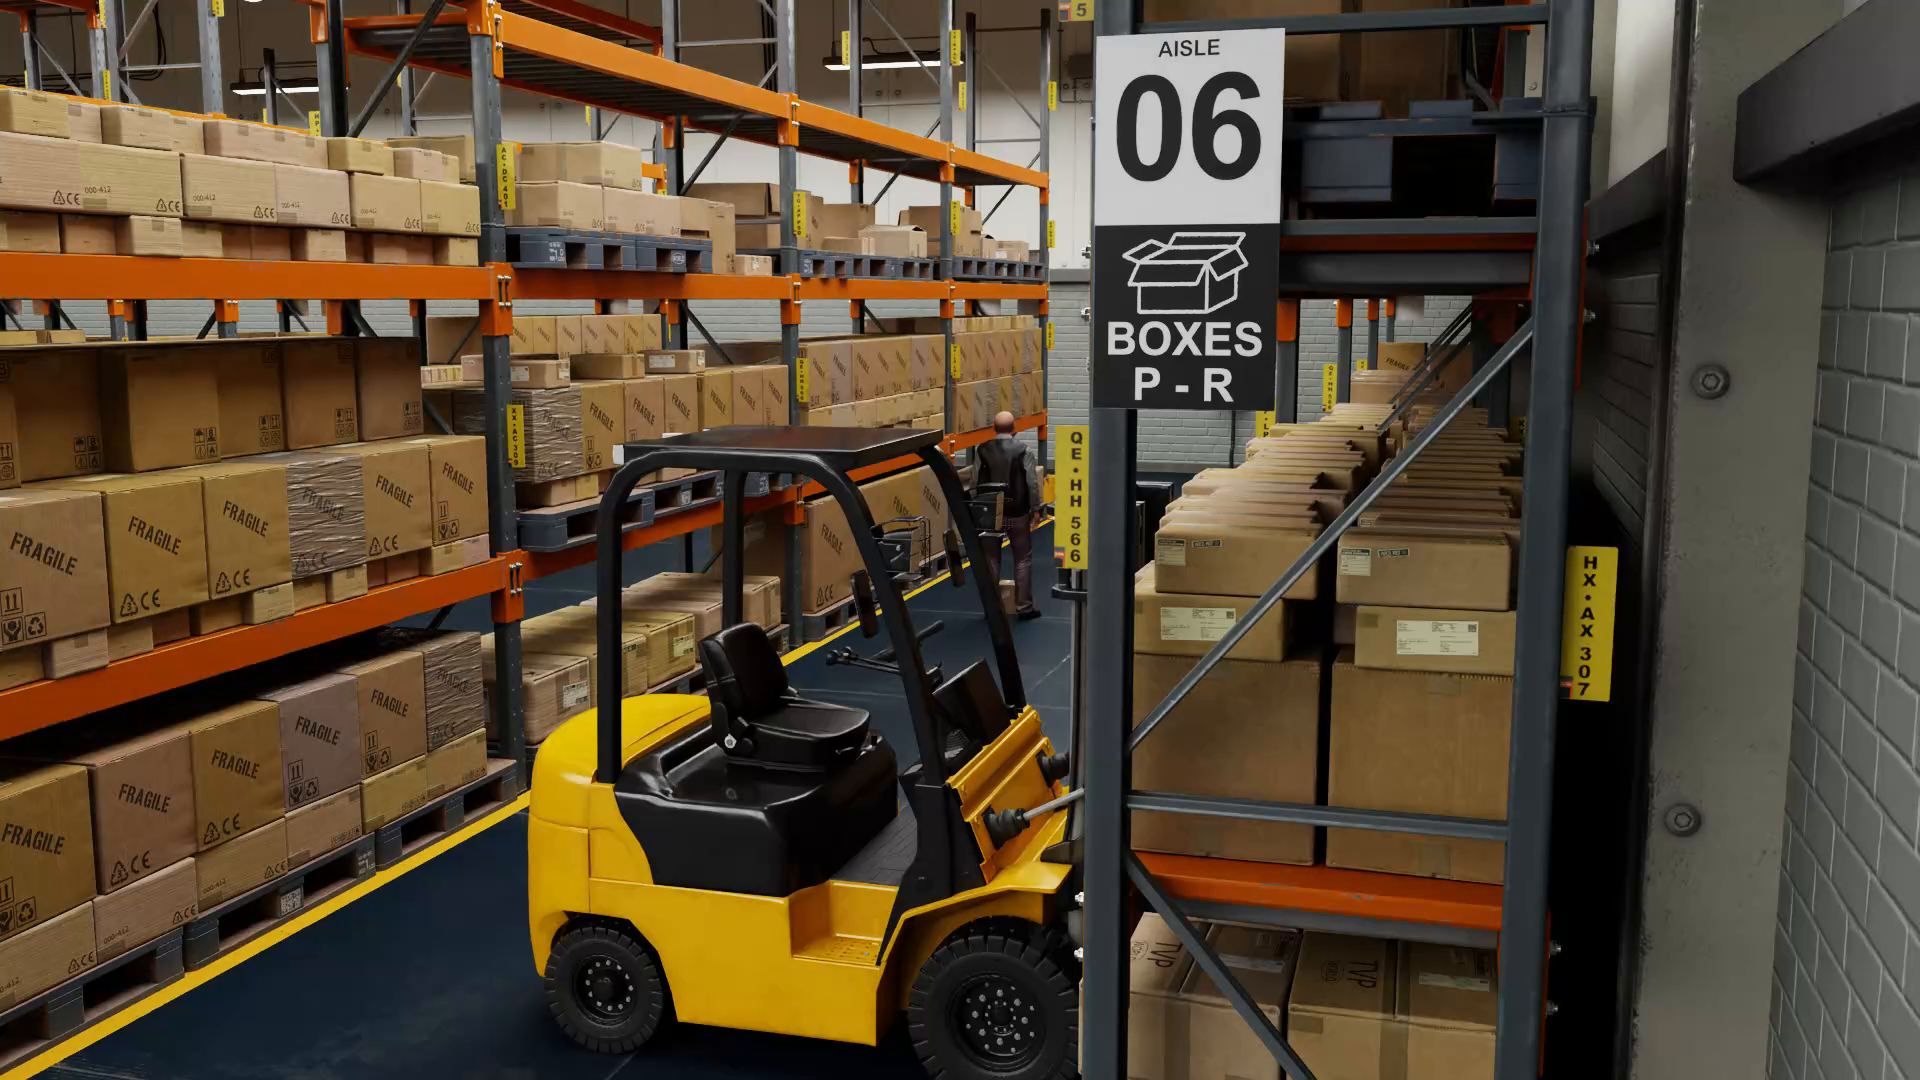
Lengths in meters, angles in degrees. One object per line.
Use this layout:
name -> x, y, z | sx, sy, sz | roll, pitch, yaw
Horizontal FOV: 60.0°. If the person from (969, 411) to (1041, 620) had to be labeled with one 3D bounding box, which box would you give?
person -> 0.368, -0.202, 13.805 | 0.591, 1.722, 0.410 | 2, 9, 14
